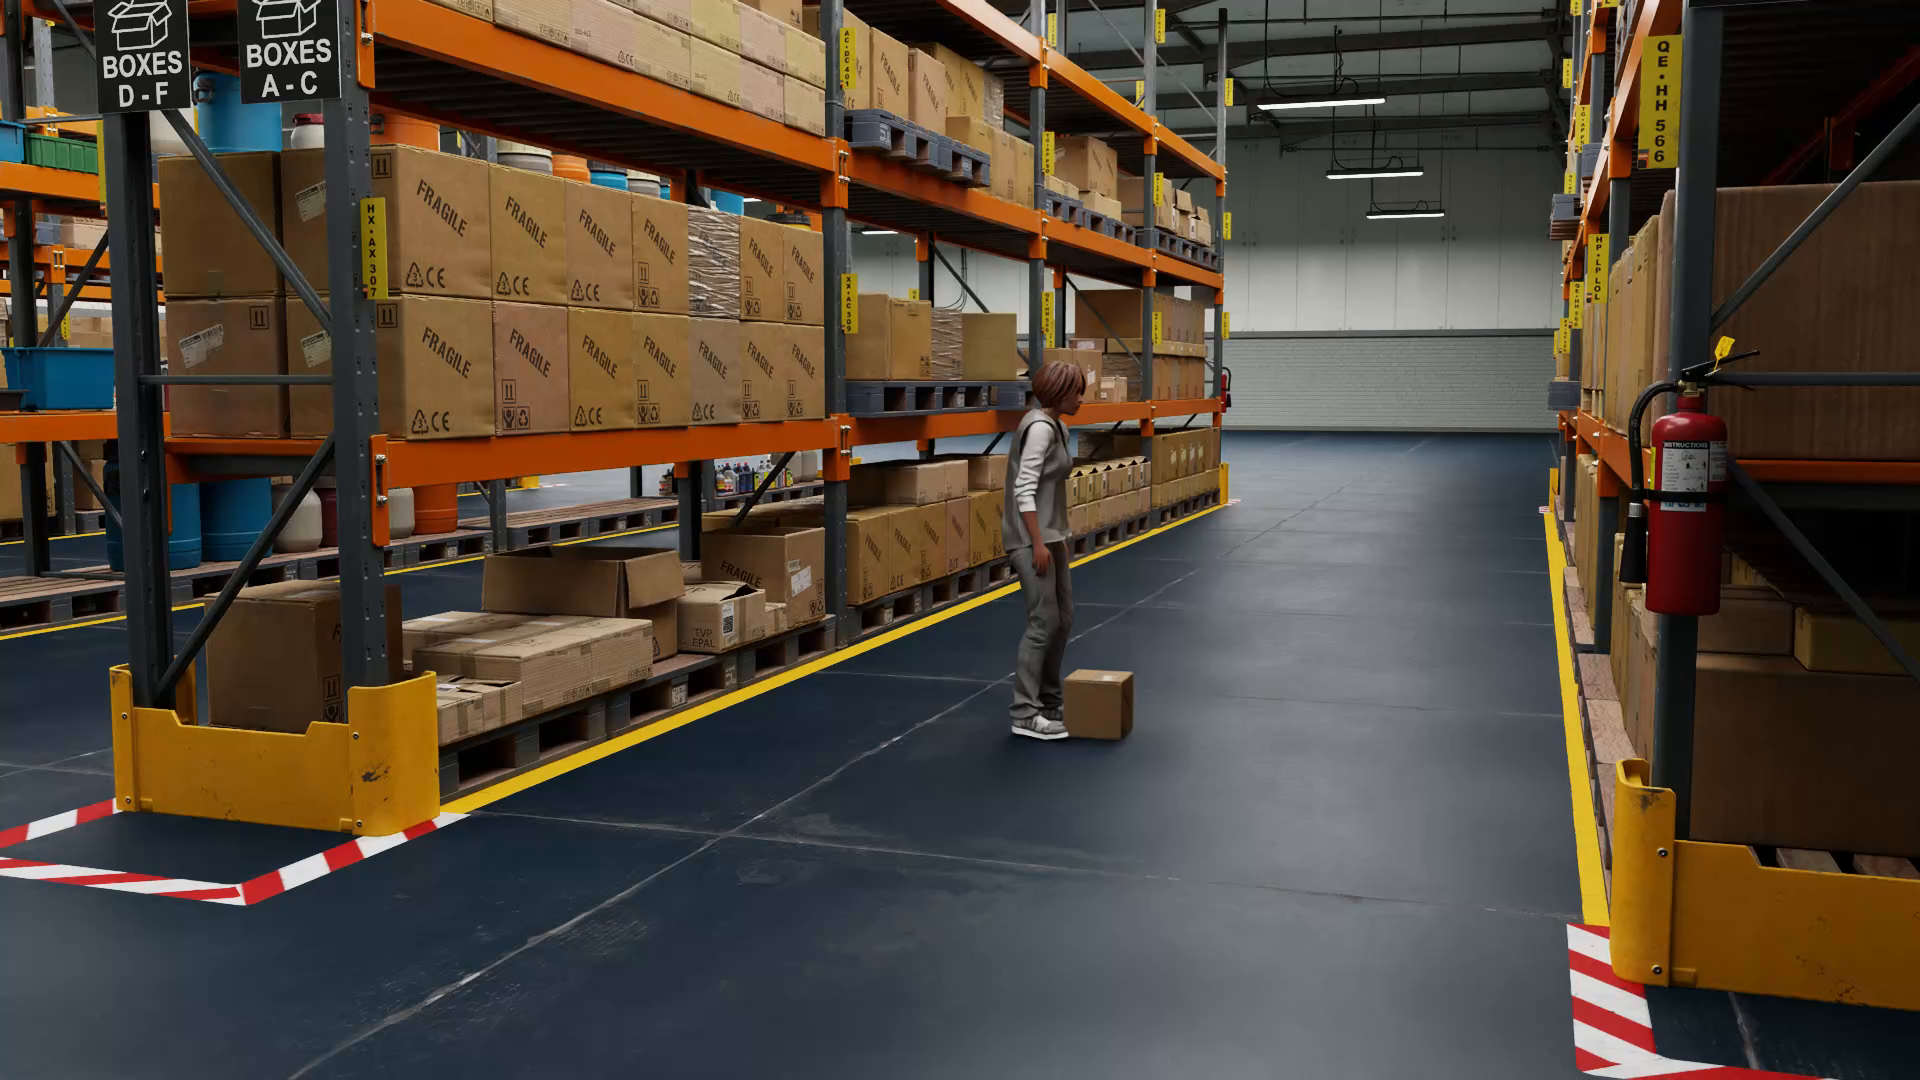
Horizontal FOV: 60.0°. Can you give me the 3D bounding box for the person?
[{"bbox_3d":[0.372,0.032,7.133,0.376,1.591,0.466,2,6,16],"label":"person"}]
